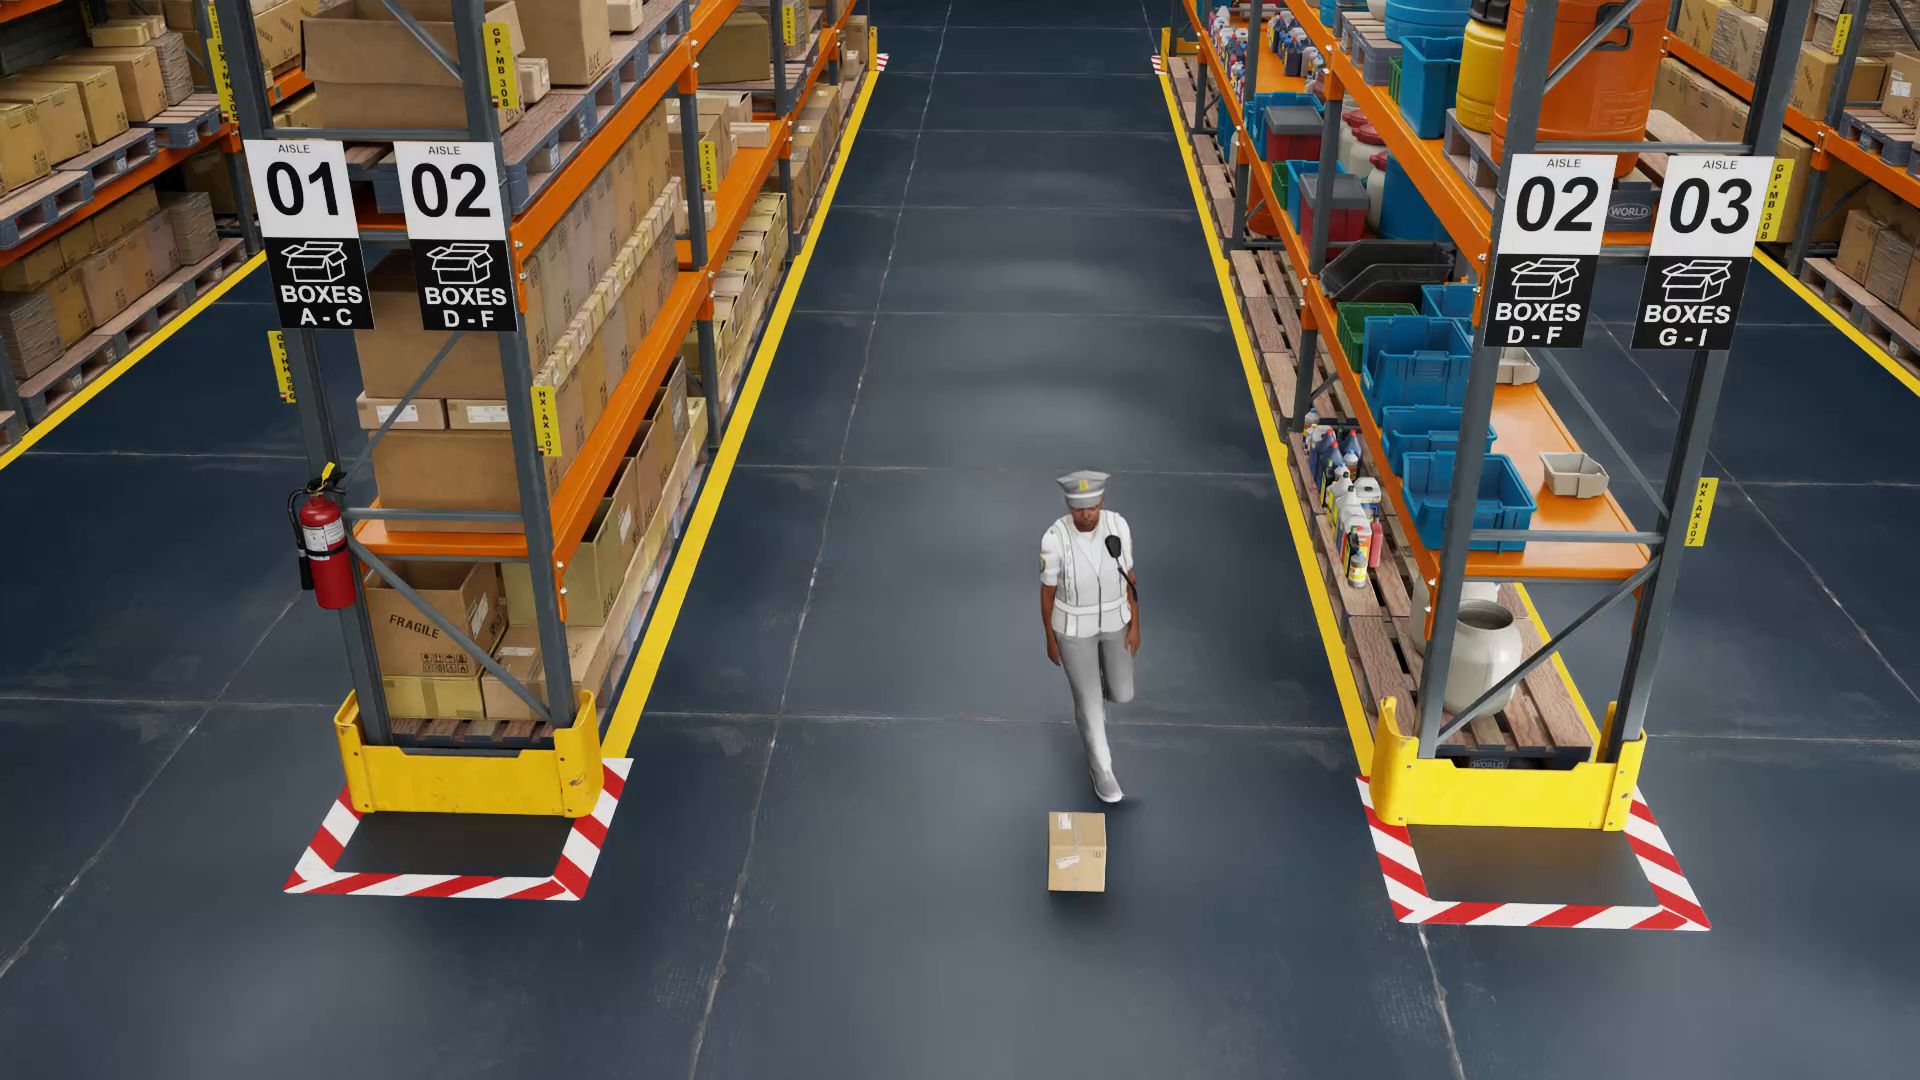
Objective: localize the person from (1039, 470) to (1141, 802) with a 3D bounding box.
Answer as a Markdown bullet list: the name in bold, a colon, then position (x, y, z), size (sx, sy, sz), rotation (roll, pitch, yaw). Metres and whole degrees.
- **person**: position (0.594, 0.383, 7.883), size (0.479, 1.666, 0.707), rotation (-8, 29, -14)
